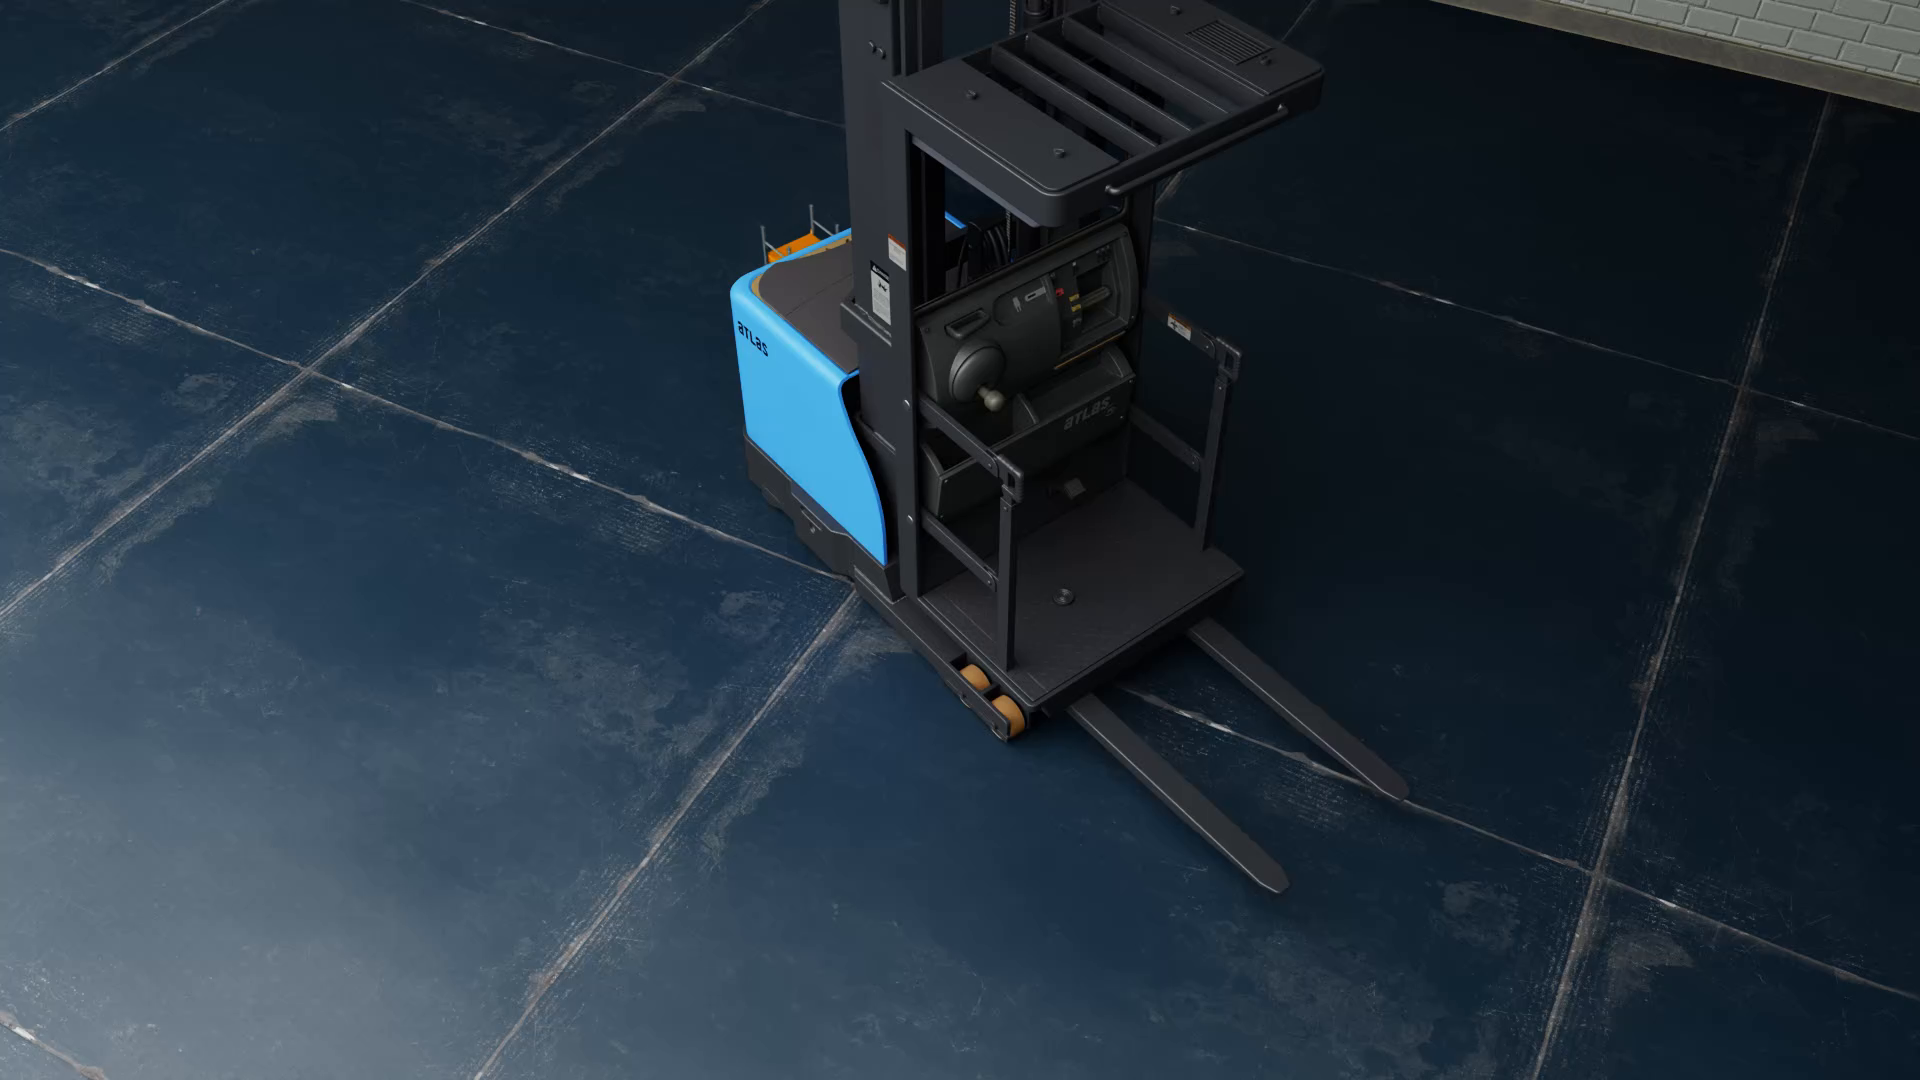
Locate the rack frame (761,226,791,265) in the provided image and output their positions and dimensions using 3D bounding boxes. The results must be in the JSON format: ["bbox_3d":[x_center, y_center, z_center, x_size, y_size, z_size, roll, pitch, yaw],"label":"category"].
[{"bbox_3d":[-0.751,-0.866,7.148,0.008,1.050,0.200,-30,53,-26],"label":"rack frame"}]

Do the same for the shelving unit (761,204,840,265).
[{"bbox_3d":[-0.656,-0.921,7.202,0.252,1.050,0.215,-30,53,-26],"label":"shelving unit"}]

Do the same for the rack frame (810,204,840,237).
[{"bbox_3d":[-0.562,-0.976,7.256,0.008,1.050,0.200,-30,53,-26],"label":"rack frame"}]

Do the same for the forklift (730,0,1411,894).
[{"bbox_3d":[0.386,-0.683,5.644,1.130,2.935,3.031,-29,52,-26],"label":"forklift"}]

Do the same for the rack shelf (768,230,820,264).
[{"bbox_3d":[-0.656,-1.113,7.008,0.240,0.259,0.215,-30,53,-26],"label":"rack shelf"}]
